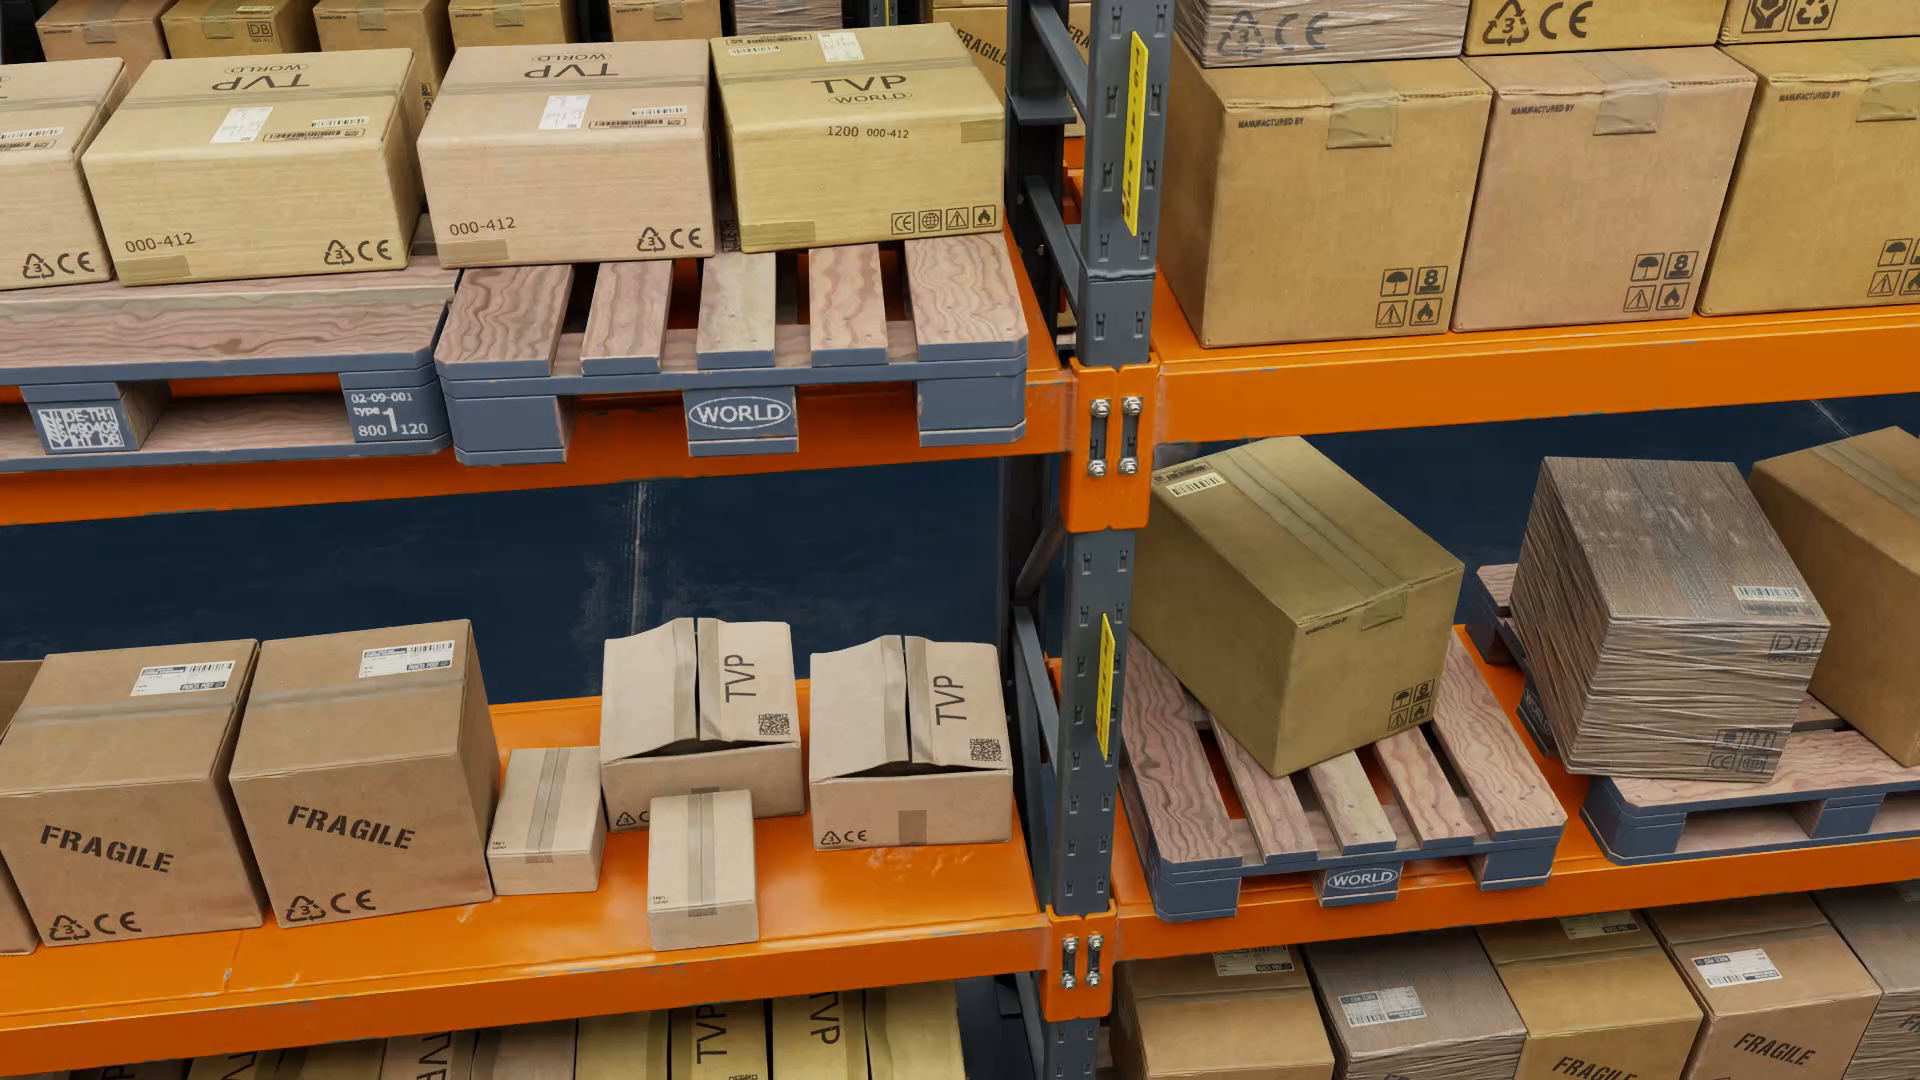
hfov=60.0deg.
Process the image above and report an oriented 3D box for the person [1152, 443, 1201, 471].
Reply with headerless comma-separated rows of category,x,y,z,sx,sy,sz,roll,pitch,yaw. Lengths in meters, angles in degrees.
person,0.934,-0.614,6.994,0.457,1.614,1.012,28,44,34
